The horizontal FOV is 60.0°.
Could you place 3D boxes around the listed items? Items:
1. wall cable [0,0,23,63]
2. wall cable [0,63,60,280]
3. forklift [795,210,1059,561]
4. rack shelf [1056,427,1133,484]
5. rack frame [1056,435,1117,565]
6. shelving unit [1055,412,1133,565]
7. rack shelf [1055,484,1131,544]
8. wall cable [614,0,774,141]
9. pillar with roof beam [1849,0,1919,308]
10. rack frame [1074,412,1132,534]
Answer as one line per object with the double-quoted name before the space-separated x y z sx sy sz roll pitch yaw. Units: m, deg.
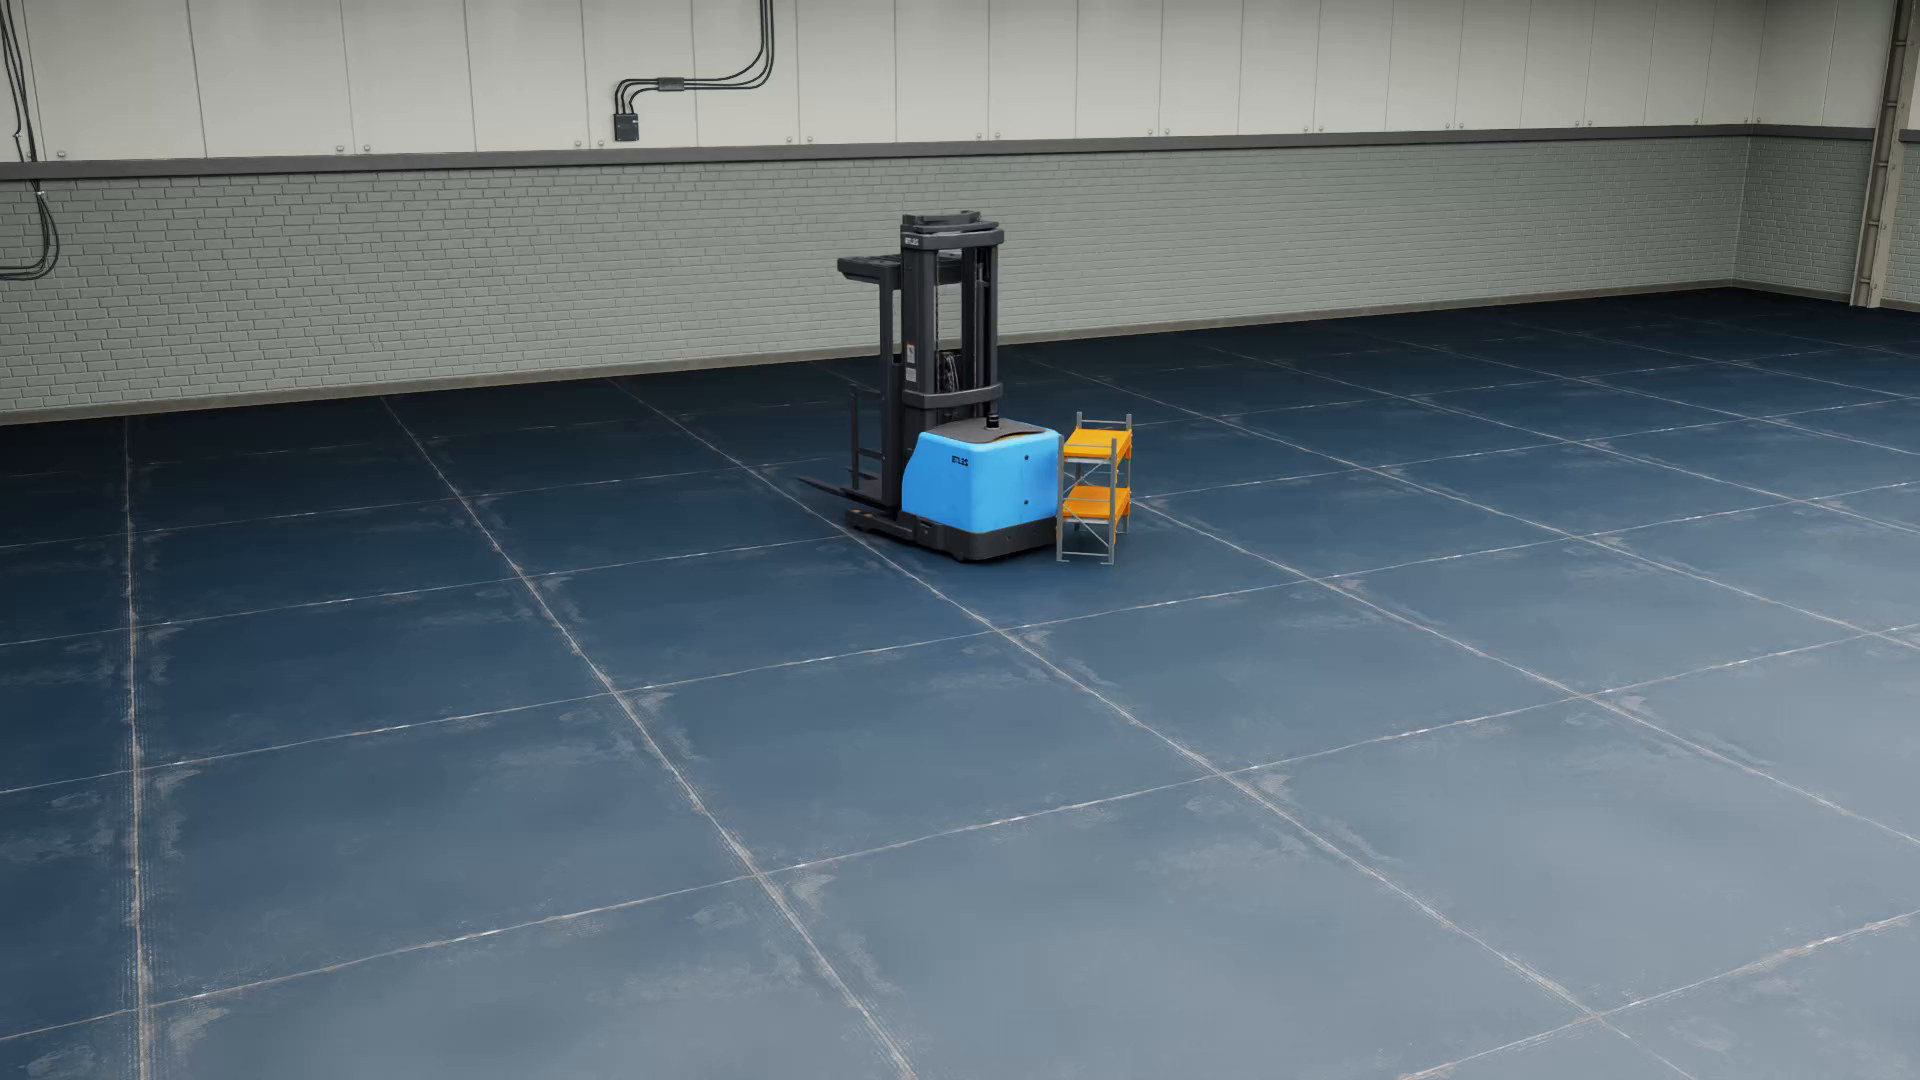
"wall cable" -9.699 -6.885 19.400 3.097 2.526 0.112 -8 18 -25
"wall cable" -12.131 -4.130 18.958 3.097 2.526 0.112 -8 18 -25
"forklift" -0.427 -1.567 15.399 1.130 2.935 3.031 -13 20 -38
"rack shelf" 1.206 -0.761 14.803 0.538 0.278 1.000 4 16 12
"rack frame" 1.094 -0.343 14.407 0.500 1.125 0.032 4 16 12
"shelving unit" 1.206 -0.480 14.884 0.538 1.125 1.048 4 16 12
"rack shelf" 1.206 -0.245 14.951 0.538 0.278 1.000 4 16 12
"wall cable" -3.590 -8.401 22.044 2.305 6.003 0.169 -8 18 -25
"pillar with roof beam" 12.417 -8.019 26.879 9.100 9.000 0.400 -8 18 -25
"rack frame" 1.318 -0.617 15.360 0.500 1.125 0.032 4 16 12
